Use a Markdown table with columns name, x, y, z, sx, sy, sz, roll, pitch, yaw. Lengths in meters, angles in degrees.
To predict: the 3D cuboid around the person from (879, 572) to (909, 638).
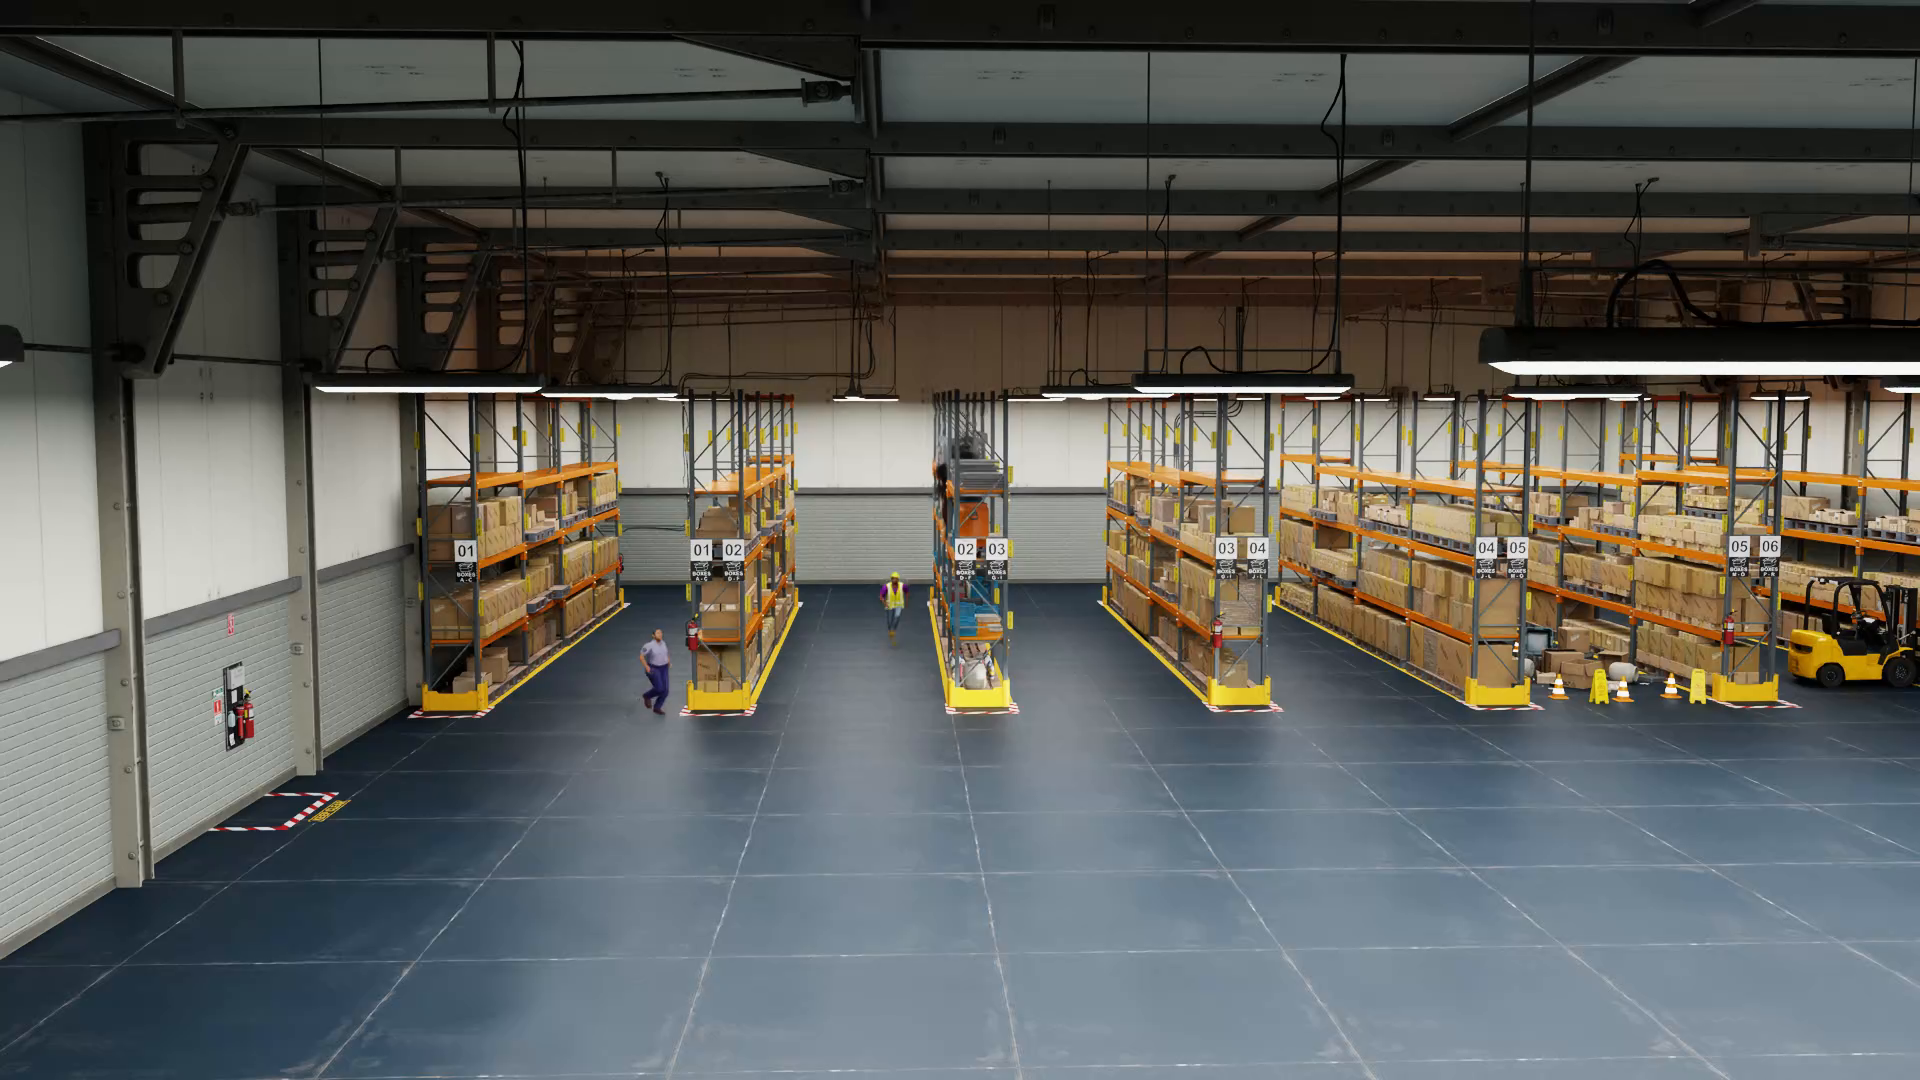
| name | x | y | z | sx | sy | sz | roll | pitch | yaw |
| --- | --- | --- | --- | --- | --- | --- | --- | --- | --- |
| person | -1.562 | 1.566 | 39.614 | 0.726 | 1.622 | 0.936 | 0 | 5 | -4 |

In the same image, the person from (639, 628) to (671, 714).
| name | x | y | z | sx | sy | sz | roll | pitch | yaw |
| --- | --- | --- | --- | --- | --- | --- | --- | --- | --- |
| person | -5.580 | 2.434 | 30.728 | 0.548 | 1.585 | 0.607 | 4 | 6 | 42 |

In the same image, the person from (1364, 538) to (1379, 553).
| name | x | y | z | sx | sy | sz | roll | pitch | yaw |
| --- | --- | --- | --- | --- | --- | --- | --- | --- | --- |
| person | 12.149 | 0.816 | 49.143 | 0.973 | 1.783 | 0.662 | -1 | 5 | -15 |
